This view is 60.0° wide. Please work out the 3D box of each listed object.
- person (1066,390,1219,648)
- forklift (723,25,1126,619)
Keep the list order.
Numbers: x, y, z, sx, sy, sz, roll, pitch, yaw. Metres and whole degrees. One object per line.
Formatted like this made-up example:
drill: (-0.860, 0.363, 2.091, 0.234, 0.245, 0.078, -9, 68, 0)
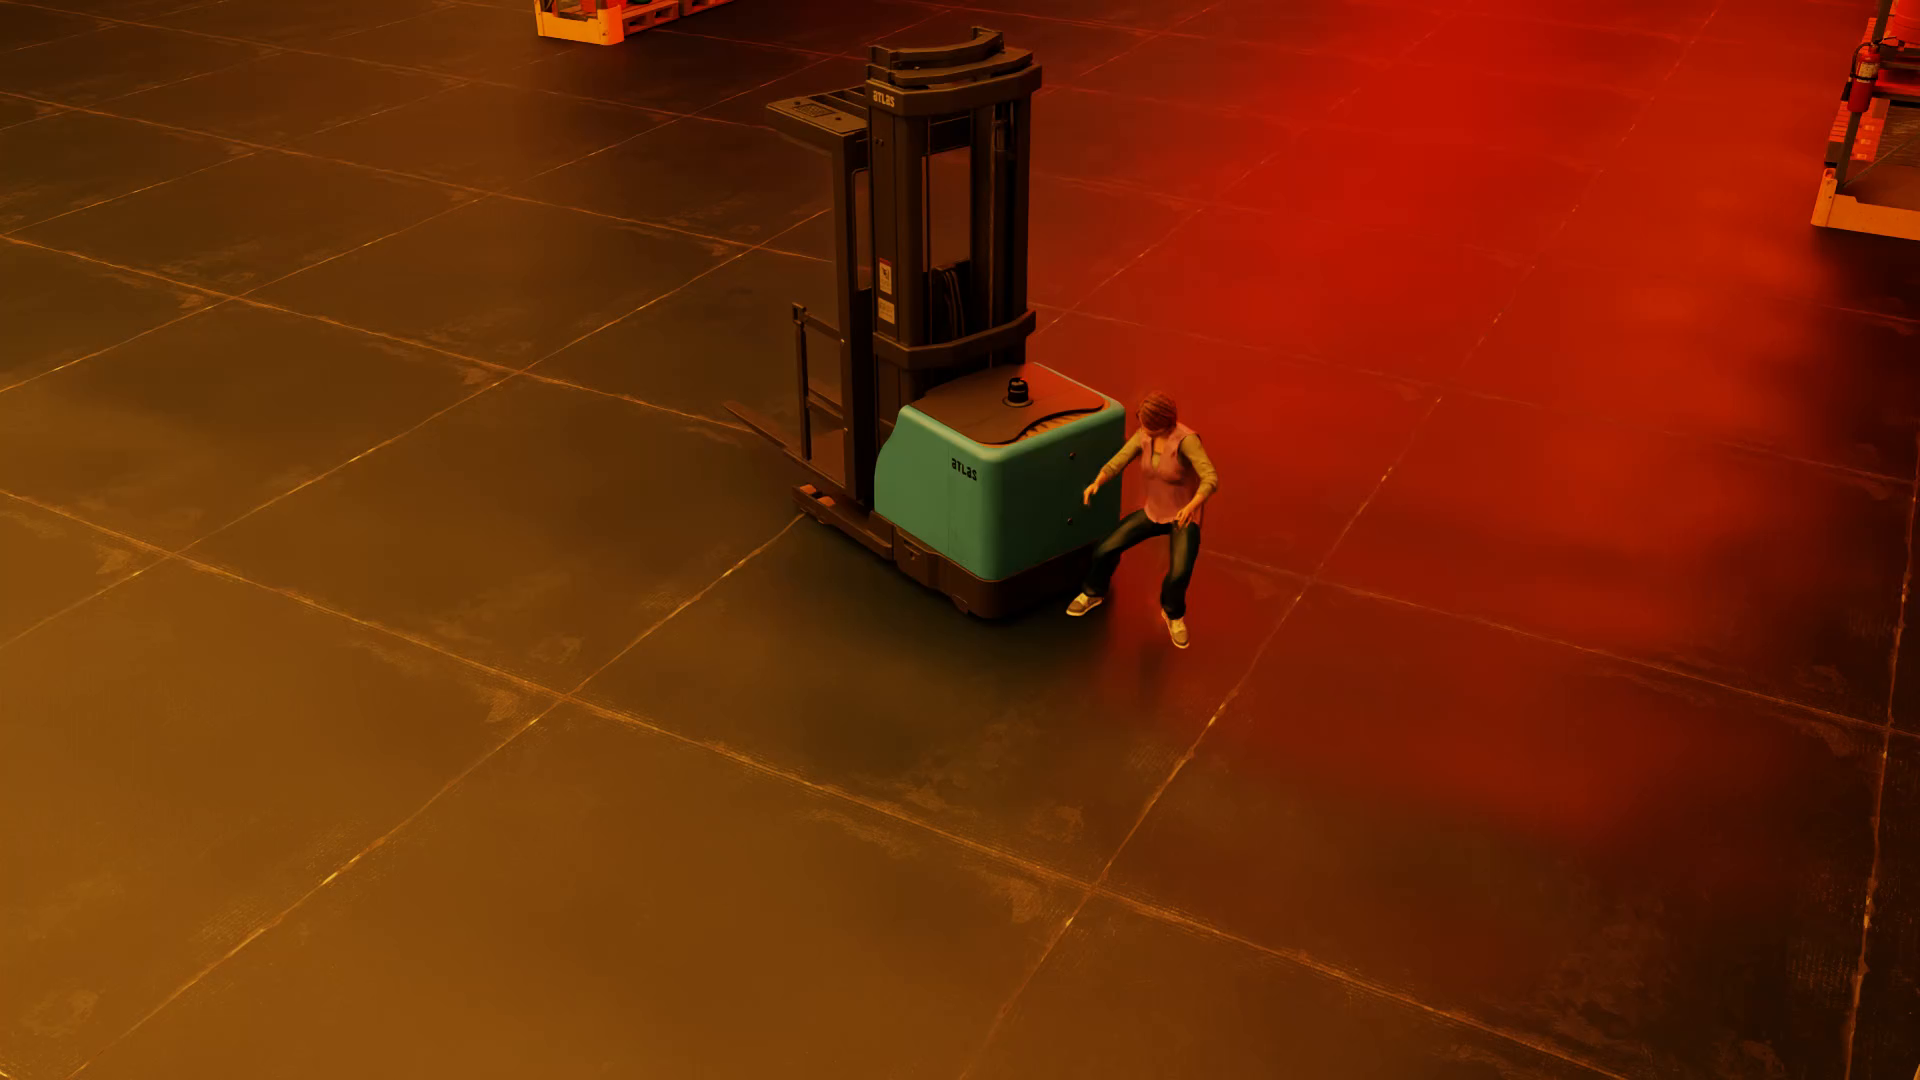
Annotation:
person: (0.980, -0.094, 8.790, 0.687, 1.369, 0.825, -26, 39, -37)
forklift: (-0.382, -1.507, 9.682, 1.130, 2.935, 3.031, -22, 37, -33)
